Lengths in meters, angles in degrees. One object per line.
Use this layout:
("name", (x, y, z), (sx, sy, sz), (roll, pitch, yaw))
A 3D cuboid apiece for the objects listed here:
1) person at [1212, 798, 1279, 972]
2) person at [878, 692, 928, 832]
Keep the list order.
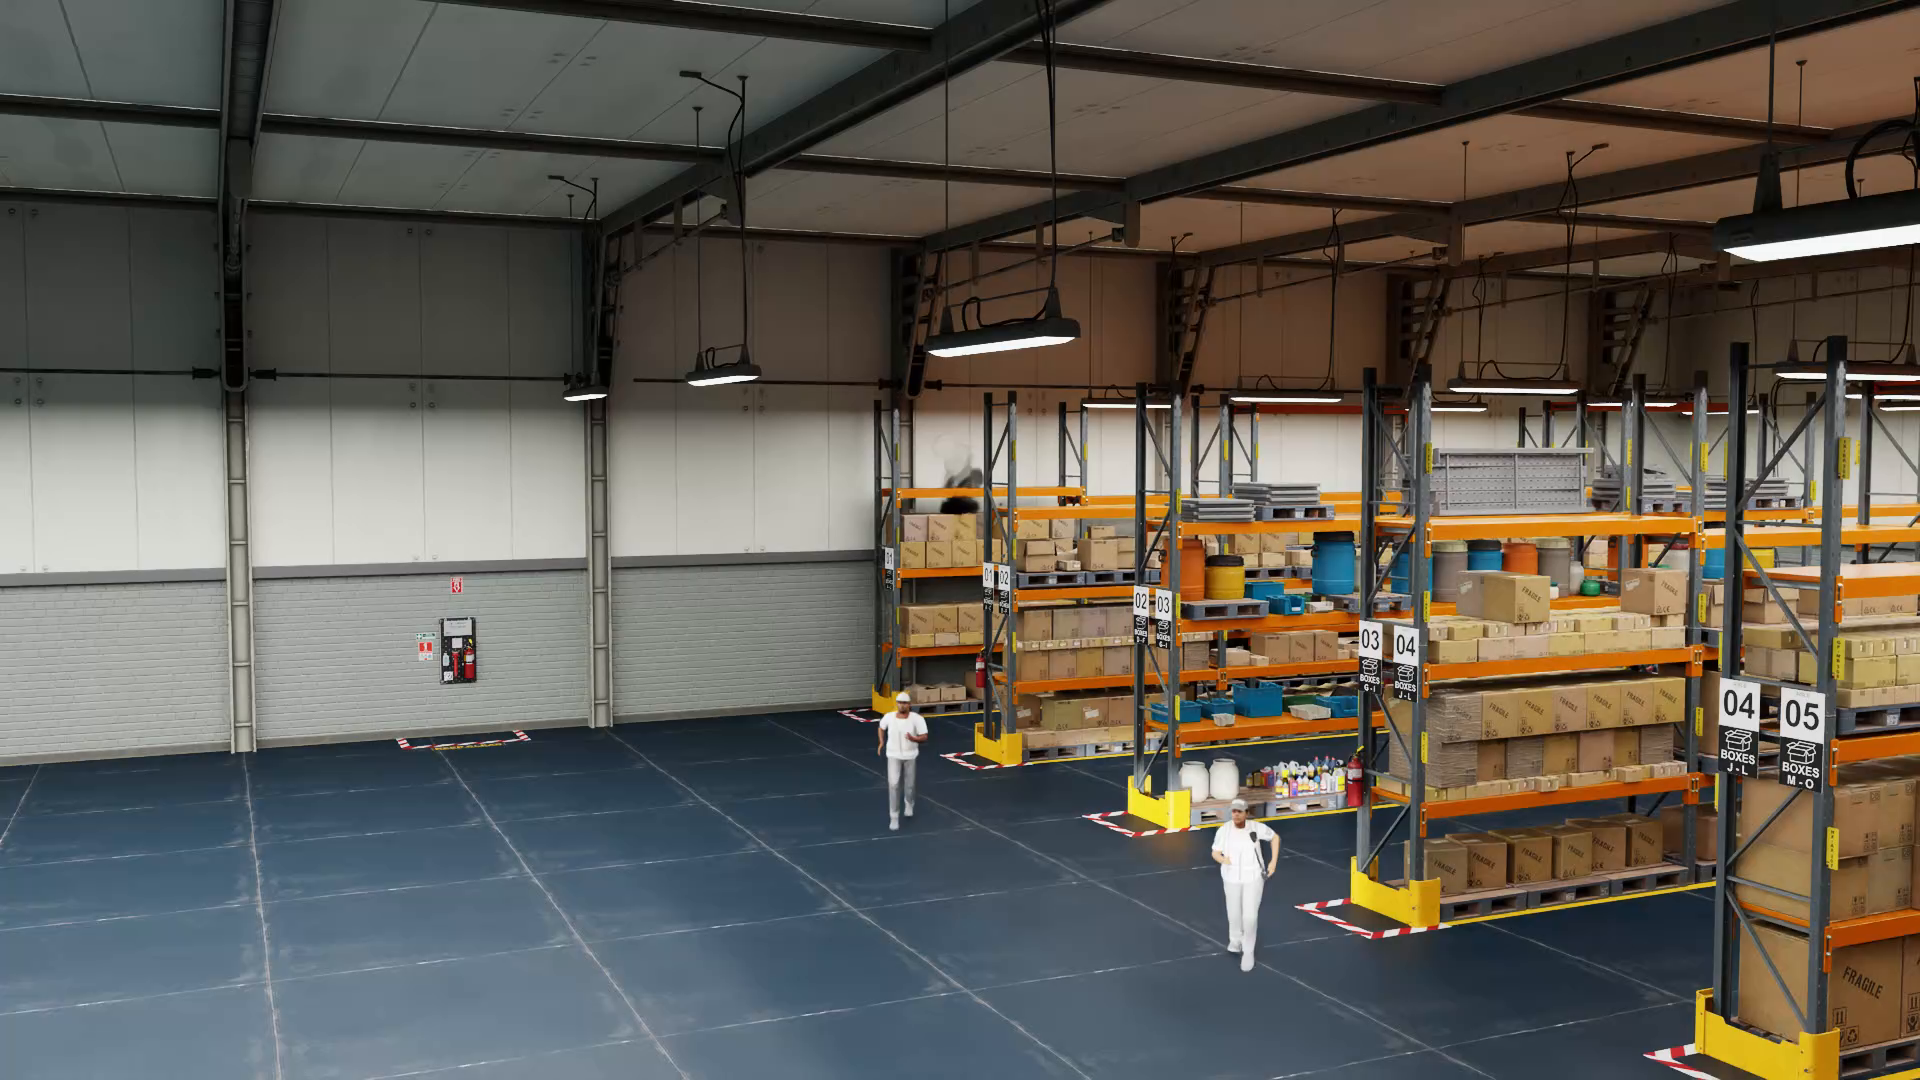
("person", (2.807, 3.381, 16.436), (0.613, 1.684, 0.830), (1, 4, 20))
("person", (-0.776, 2.958, 22.502), (0.685, 1.806, 0.868), (0, 3, 1))
